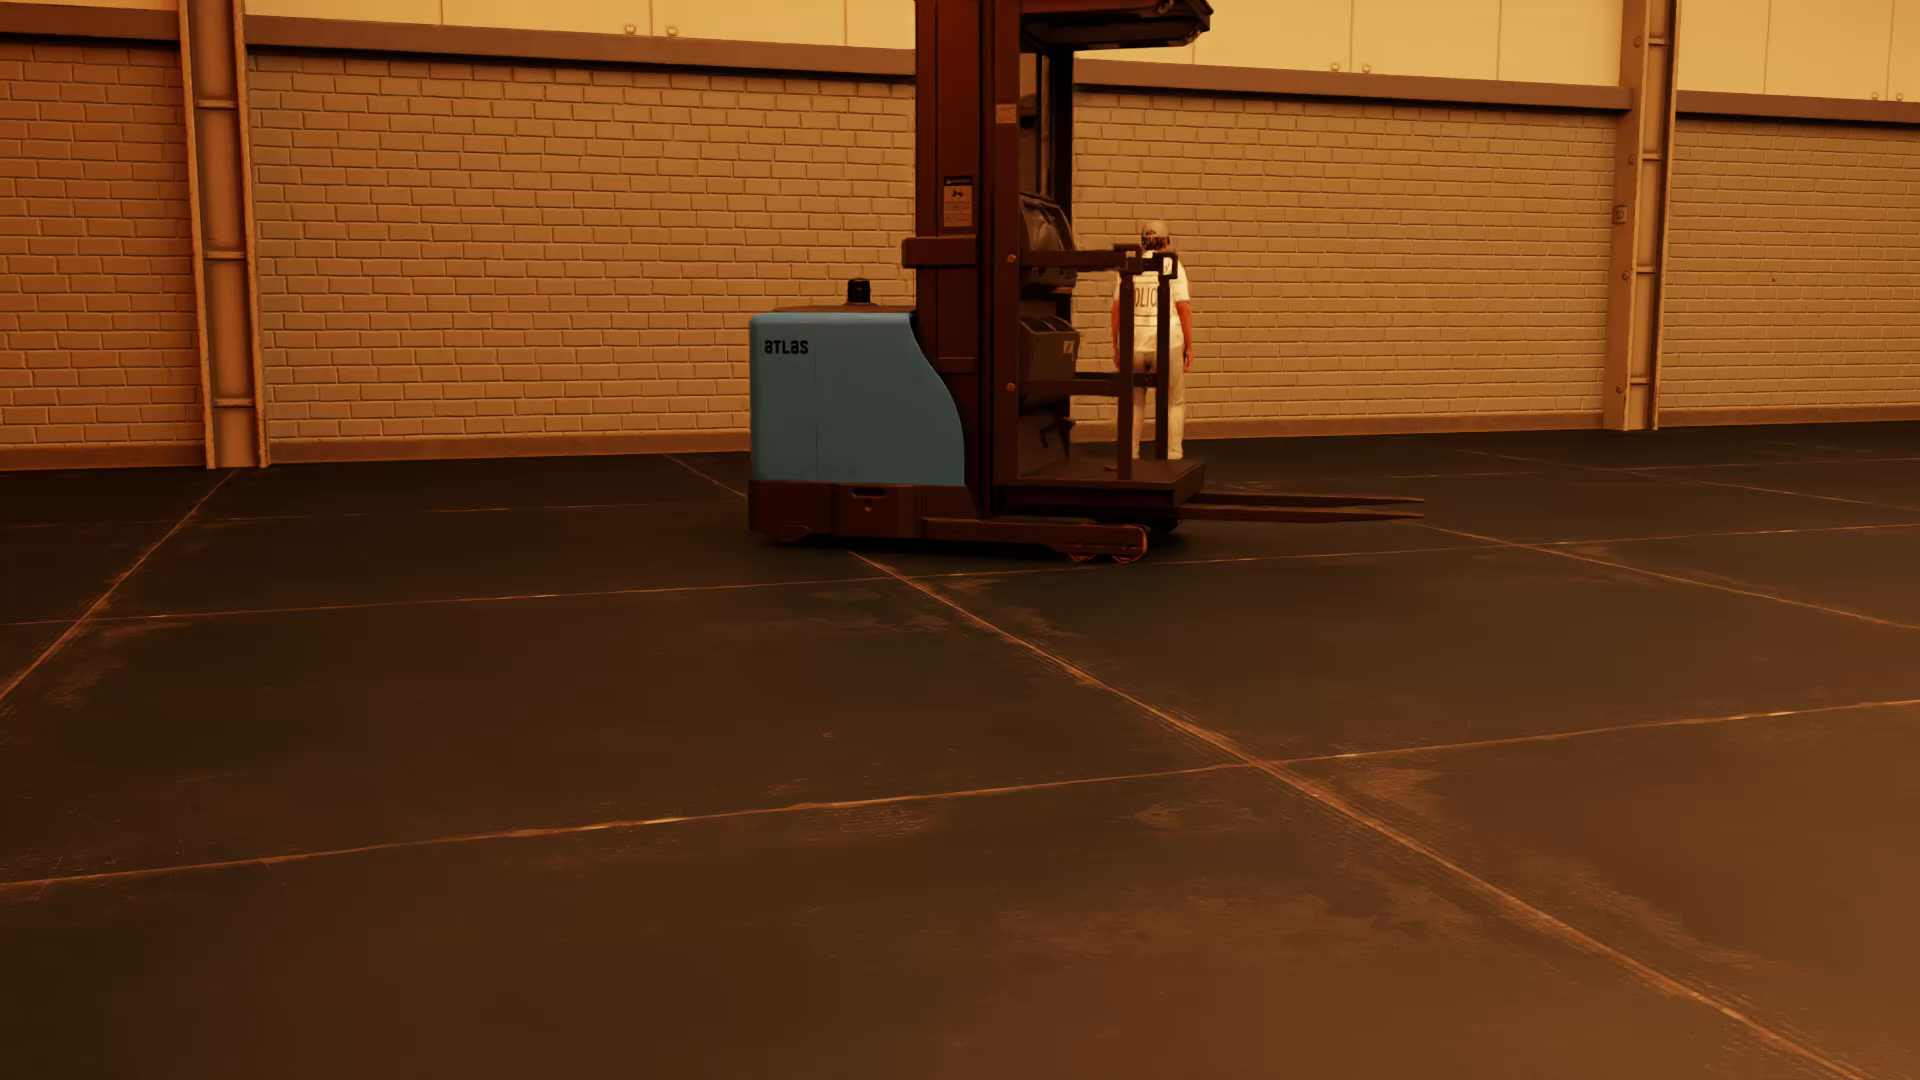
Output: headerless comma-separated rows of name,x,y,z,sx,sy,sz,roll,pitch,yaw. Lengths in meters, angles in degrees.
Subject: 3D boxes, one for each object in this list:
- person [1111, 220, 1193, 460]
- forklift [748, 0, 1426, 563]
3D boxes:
person,1.243,-1.215,10.722,0.530,1.670,0.459,3,8,23
forklift,0.592,-1.431,7.568,3.031,2.935,1.130,2,8,16
